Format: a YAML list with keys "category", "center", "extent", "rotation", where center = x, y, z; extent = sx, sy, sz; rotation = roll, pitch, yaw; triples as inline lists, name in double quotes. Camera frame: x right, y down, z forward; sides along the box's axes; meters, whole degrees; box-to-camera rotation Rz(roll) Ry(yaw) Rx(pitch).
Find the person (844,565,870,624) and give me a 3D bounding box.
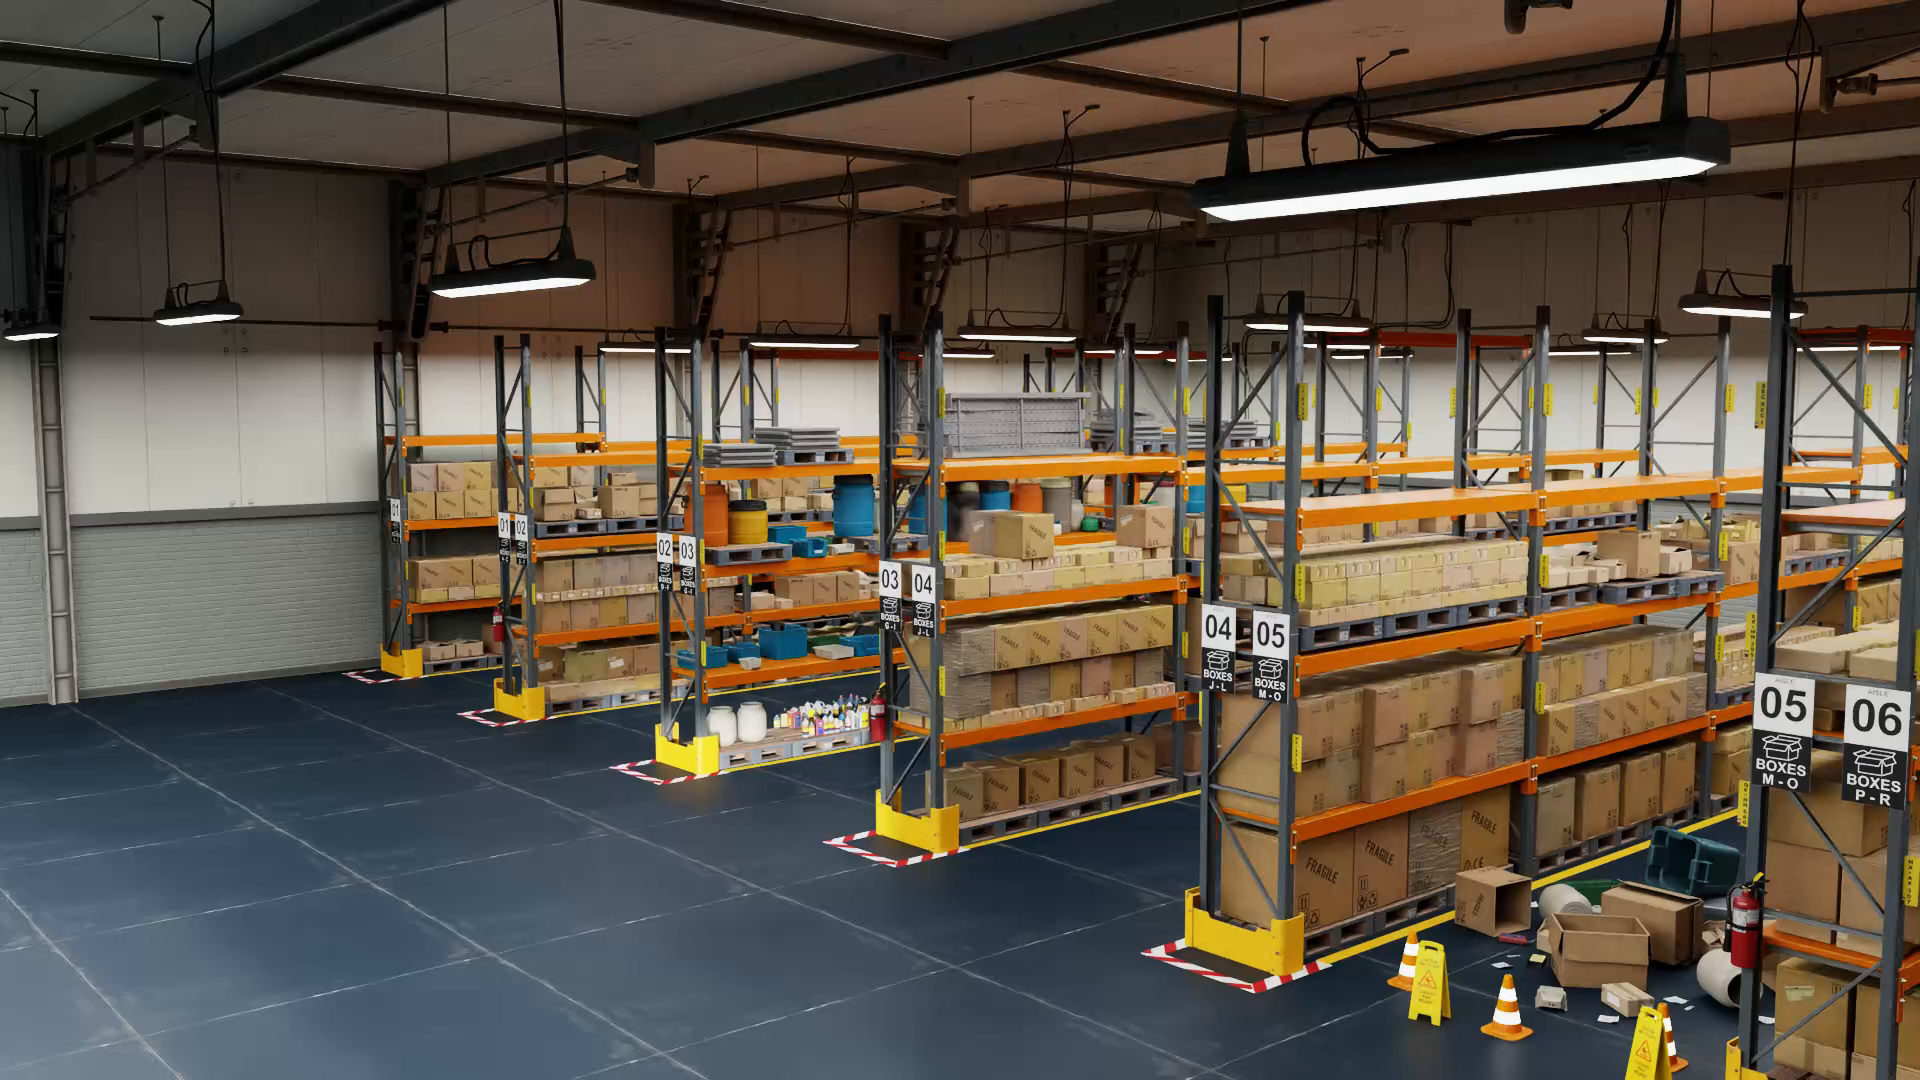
- category: "person"
  center: [-2.179, 1.213, 34.376]
  extent: [0.725, 1.654, 0.831]
  rotation: [3, 6, 33]
